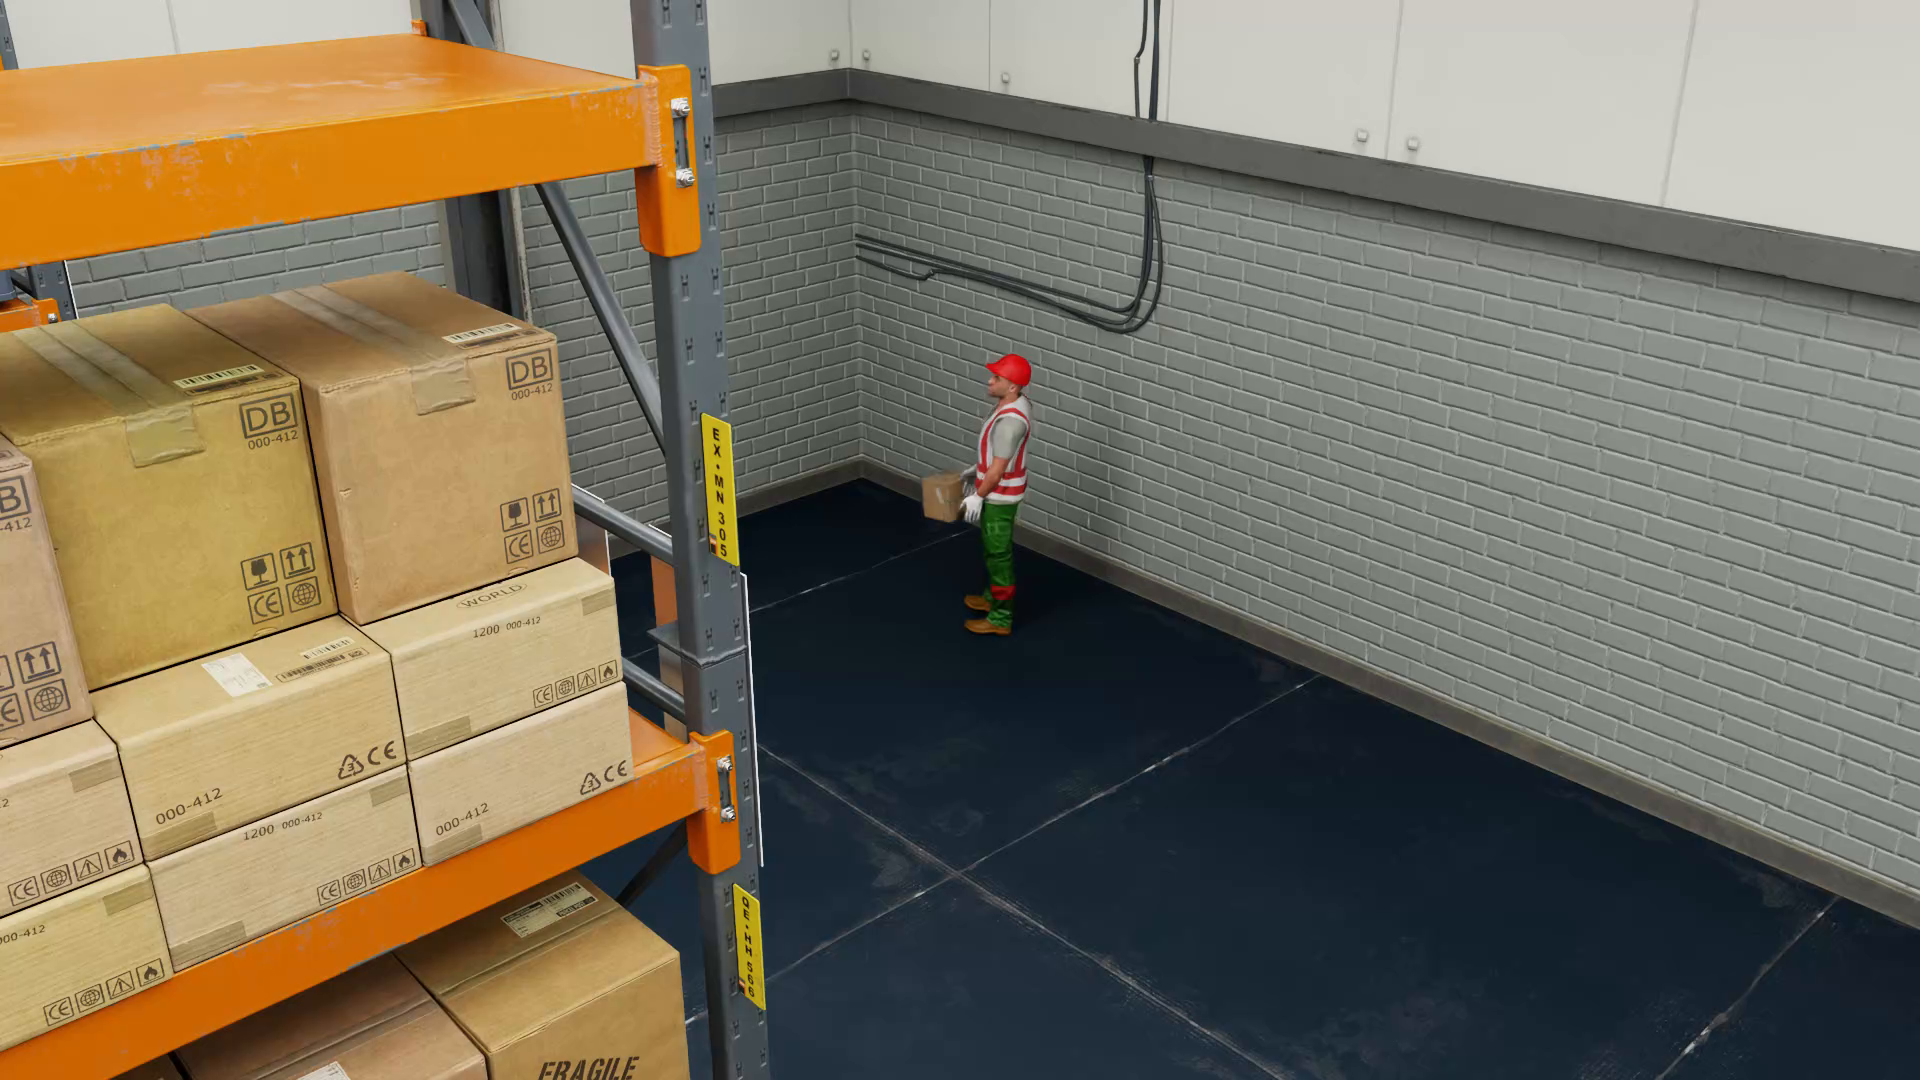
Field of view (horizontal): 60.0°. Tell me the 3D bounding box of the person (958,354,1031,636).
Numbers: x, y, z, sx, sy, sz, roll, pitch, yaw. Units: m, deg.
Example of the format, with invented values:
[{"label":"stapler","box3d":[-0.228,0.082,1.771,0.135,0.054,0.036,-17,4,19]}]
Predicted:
[{"label":"person","box3d":[0.196,-0.289,10.182,0.463,1.794,0.591,3,24,6]}]
